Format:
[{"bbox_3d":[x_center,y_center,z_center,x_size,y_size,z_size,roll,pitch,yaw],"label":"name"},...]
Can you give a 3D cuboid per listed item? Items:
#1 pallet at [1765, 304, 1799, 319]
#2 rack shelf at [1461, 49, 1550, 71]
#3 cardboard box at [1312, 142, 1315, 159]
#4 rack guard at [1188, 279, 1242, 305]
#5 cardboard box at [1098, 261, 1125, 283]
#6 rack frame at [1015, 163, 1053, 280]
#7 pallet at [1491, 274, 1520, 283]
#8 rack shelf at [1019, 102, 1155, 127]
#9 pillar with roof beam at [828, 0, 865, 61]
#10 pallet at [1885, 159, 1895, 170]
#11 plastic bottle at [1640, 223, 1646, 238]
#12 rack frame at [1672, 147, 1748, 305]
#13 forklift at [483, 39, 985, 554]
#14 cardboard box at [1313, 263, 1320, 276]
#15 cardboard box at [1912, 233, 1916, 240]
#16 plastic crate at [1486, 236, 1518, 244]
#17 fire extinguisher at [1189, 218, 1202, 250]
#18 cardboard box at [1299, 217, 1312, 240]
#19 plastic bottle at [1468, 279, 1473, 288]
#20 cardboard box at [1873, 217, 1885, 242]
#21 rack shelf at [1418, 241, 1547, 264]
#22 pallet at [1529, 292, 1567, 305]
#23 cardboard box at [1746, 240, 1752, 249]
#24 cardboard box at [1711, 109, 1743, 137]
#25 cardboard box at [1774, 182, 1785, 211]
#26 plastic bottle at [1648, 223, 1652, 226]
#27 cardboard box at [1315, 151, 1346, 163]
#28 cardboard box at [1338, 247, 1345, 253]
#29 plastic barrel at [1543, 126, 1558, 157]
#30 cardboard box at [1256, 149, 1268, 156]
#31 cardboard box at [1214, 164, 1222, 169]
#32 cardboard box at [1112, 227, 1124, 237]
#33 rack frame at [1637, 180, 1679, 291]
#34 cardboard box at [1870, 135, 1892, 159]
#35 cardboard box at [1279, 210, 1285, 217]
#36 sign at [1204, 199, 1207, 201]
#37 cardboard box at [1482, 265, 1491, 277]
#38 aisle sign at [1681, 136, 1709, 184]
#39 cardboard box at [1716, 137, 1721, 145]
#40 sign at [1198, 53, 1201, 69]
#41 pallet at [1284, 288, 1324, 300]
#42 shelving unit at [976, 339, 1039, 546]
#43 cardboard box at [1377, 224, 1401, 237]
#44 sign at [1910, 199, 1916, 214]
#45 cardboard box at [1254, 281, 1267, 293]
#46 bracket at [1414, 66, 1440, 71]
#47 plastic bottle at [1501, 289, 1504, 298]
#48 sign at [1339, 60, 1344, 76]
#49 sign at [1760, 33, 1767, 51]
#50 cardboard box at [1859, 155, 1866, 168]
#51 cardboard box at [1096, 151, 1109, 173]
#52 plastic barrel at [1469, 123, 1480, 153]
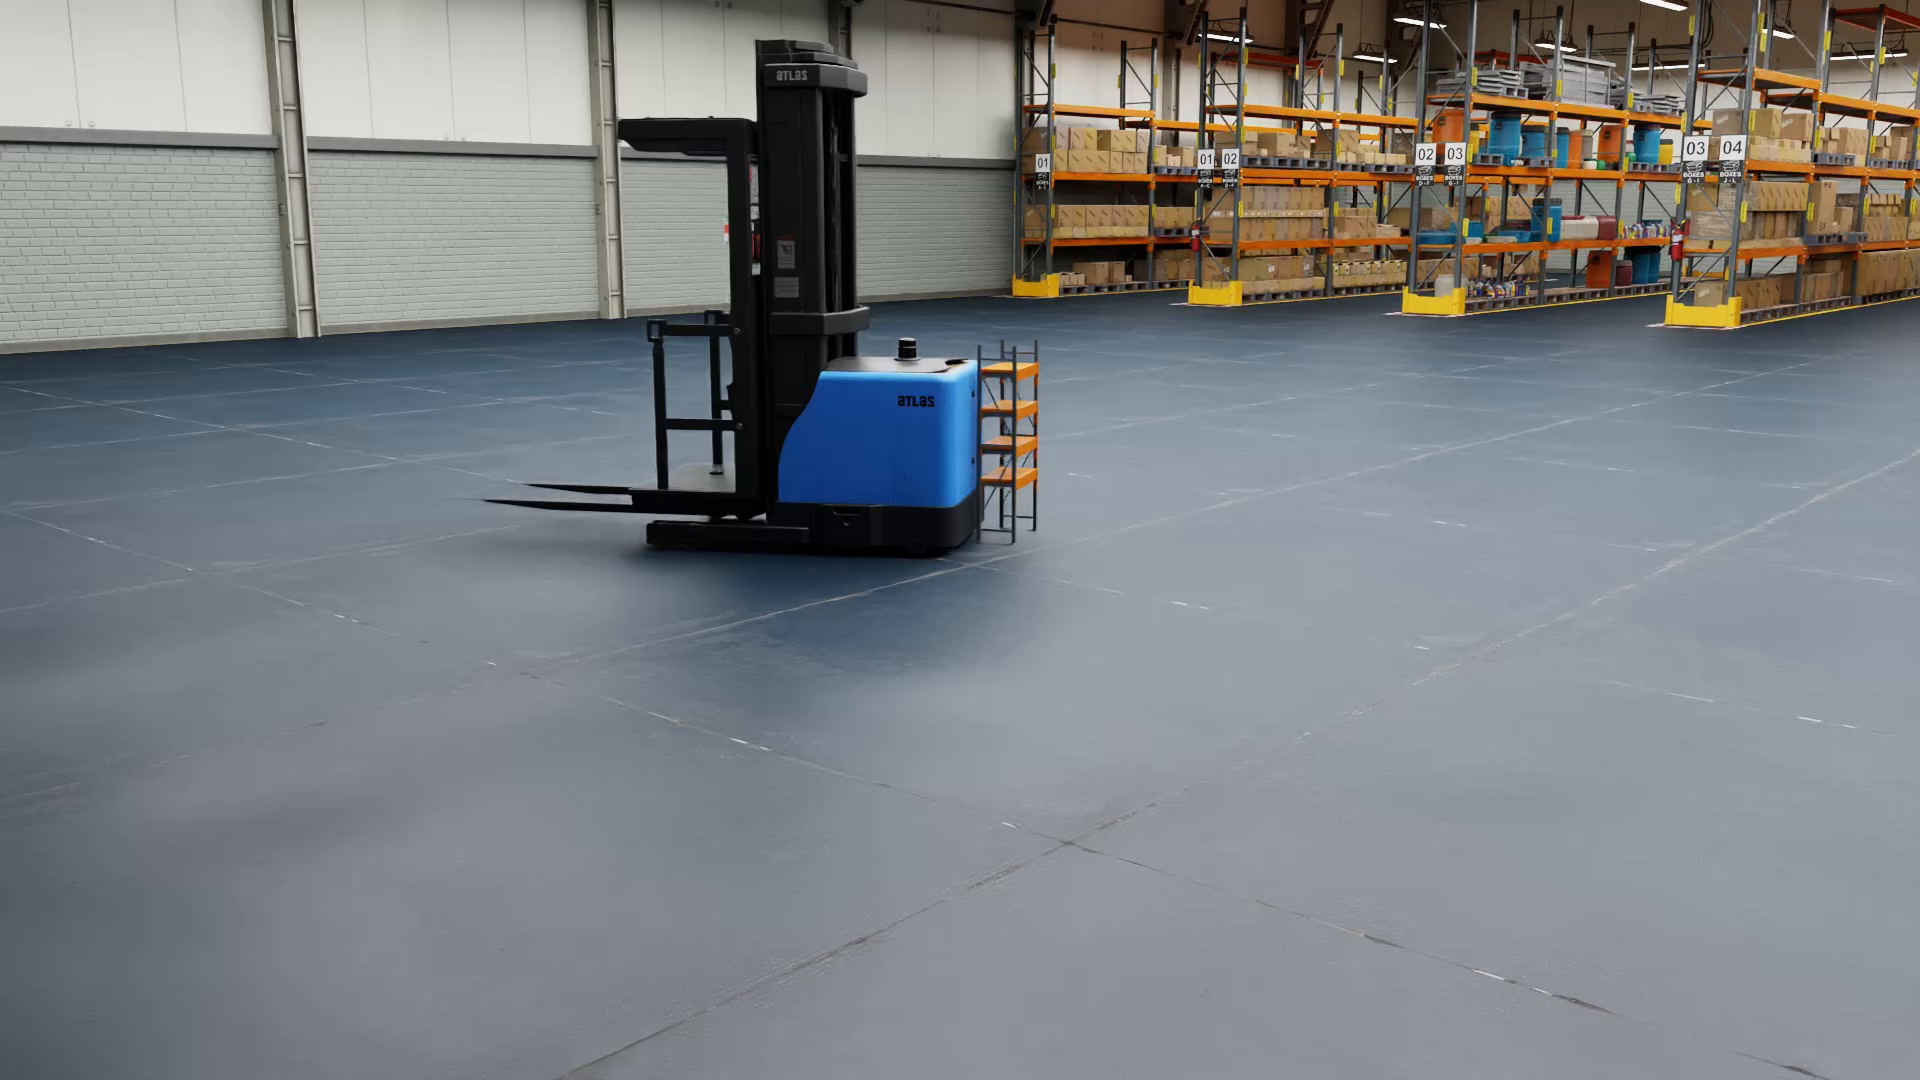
[{"bbox_3d":[15.083,-4.320,31.299,1.003,0.211,1.213,10,15,40],"label":"pallet"},{"bbox_3d":[14.662,-12.762,44.482,1.077,0.370,4.000,10,15,40],"label":"rack shelf"},{"bbox_3d":[10.299,-10.977,46.996,0.500,0.500,0.500,10,15,40],"label":"cardboard box"},{"bbox_3d":[5.404,-5.254,35.240,1.175,0.500,0.348,10,15,40],"label":"rack guard"},{"bbox_3d":[3.682,-6.544,40.574,0.500,0.500,0.500,8,14,36],"label":"cardboard box"},{"bbox_3d":[1.697,-7.123,38.216,1.000,3.000,0.127,10,15,40],"label":"rack frame"},{"bbox_3d":[14.601,-7.162,45.533,1.003,0.211,1.213,10,15,40],"label":"pallet"},{"bbox_3d":[3.017,-10.005,39.173,1.077,0.370,4.000,10,15,40],"label":"rack shelf"},{"bbox_3d":[0.782,-8.840,31.498,9.100,9.000,0.548,10,15,40],"label":"pillar with roof beam"},{"bbox_3d":[19.261,-8.024,35.549,1.003,0.211,1.213,11,16,43],"label":"pallet"},{"bbox_3d":[15.972,-7.244,38.947,0.144,0.351,0.185,10,15,40],"label":"plastic bottle"},{"bbox_3d":[12.859,-5.202,28.597,1.000,3.000,0.127,10,15,40],"label":"rack frame"},{"bbox_3d":[-1.411,-1.474,10.107,3.031,2.935,1.130,2,12,11],"label":"forklift"},{"bbox_3d":[8.113,-6.301,38.616,0.500,0.311,0.500,10,15,40],"label":"cardboard box"},{"bbox_3d":[21.399,-6.883,37.657,0.380,0.149,0.250,9,14,38],"label":"cardboard box"},{"bbox_3d":[10.897,-6.030,33.415,0.530,0.136,0.437,10,15,40],"label":"plastic crate"},{"bbox_3d":[4.993,-6.488,35.234,0.296,0.674,0.183,10,15,40],"label":"fire extinguisher"},{"bbox_3d":[7.429,-6.976,37.225,0.700,0.500,0.500,10,15,40],"label":"cardboard box"},{"bbox_3d":[10.406,-5.165,34.051,0.144,0.351,0.185,11,15,43],"label":"plastic bottle"},{"bbox_3d":[19.339,-6.616,35.423,0.500,0.500,0.500,9,15,39],"label":"cardboard box"},{"bbox_3d":[10.459,-5.784,33.347,1.077,0.370,4.000,10,15,40],"label":"rack shelf"},{"bbox_3d":[12.268,-5.184,35.626,1.003,0.211,1.213,10,15,40],"label":"pallet"},{"bbox_3d":[13.582,-5.159,29.023,0.380,0.149,0.250,10,15,40],"label":"cardboard box"},{"bbox_3d":[13.692,-7.374,29.521,0.500,0.500,0.500,10,15,40],"label":"cardboard box"},{"bbox_3d":[14.417,-6.154,29.794,0.500,0.500,0.500,10,15,40],"label":"cardboard box"},{"bbox_3d":[16.468,-7.397,39.716,0.144,0.351,0.185,10,15,40],"label":"plastic bottle"},{"bbox_3d":[8.474,-8.764,38.086,0.500,0.250,0.500,-10,15,-42],"label":"cardboard box"},{"bbox_3d":[11.137,-8.555,49.038,0.380,0.149,0.250,10,15,41],"label":"cardboard box"},{"bbox_3d":[12.383,-8.347,35.404,0.600,0.901,0.600,0,11,0],"label":"plastic barrel"},{"bbox_3d":[6.329,-8.256,35.441,0.380,0.149,0.250,10,15,40],"label":"cardboard box"},{"bbox_3d":[6.705,-9.596,43.117,0.500,0.311,0.500,10,15,40],"label":"cardboard box"},{"bbox_3d":[3.596,-7.391,39.888,0.500,0.250,0.500,10,15,40],"label":"cardboard box"},{"bbox_3d":[17.060,-7.608,40.643,1.000,3.000,0.127,10,15,40],"label":"rack frame"},{"bbox_3d":[19.472,-8.410,35.664,0.797,0.503,0.637,10,15,40],"label":"cardboard box"},{"bbox_3d":[6.856,-7.106,36.220,0.380,0.149,0.250,10,15,41],"label":"cardboard box"},{"bbox_3d":[6.558,-8.939,44.353,0.100,0.325,0.005,10,15,40],"label":"sign"},{"bbox_3d":[13.781,-7.180,44.241,0.500,0.311,0.500,10,15,40],"label":"cardboard box"},{"bbox_3d":[12.593,-6.506,28.491,0.394,0.787,0.004,10,15,40],"label":"aisle sign"},{"bbox_3d":[13.068,-6.899,28.801,0.380,0.149,0.250,9,14,39],"label":"cardboard box"},{"bbox_3d":[5.022,-9.994,34.687,0.100,0.325,0.005,10,15,40],"label":"sign"},{"bbox_3d":[7.504,-5.593,37.673,1.003,0.211,1.213,10,15,40],"label":"pallet"},{"bbox_3d":[0.293,-0.608,10.193,0.258,1.200,0.503,4,12,17],"label":"shelving unit"},{"bbox_3d":[10.428,-7.569,40.674,0.500,0.311,0.500,11,16,44],"label":"cardboard box"},{"bbox_3d":[21.194,-7.428,36.987,0.100,0.325,0.005,10,15,40],"label":"sign"},{"bbox_3d":[6.268,-5.465,35.862,0.500,0.250,0.500,10,15,40],"label":"cardboard box"},{"bbox_3d":[15.106,-14.970,52.997,0.076,0.066,3.189,10,15,40],"label":"bracket"},{"bbox_3d":[10.927,-4.992,33.567,0.097,0.201,0.097,0,11,0],"label":"plastic bottle"},{"bbox_3d":[8.461,-10.474,36.887,0.100,0.325,0.005,10,15,40],"label":"sign"},{"bbox_3d":[15.079,-9.339,31.204,0.100,0.325,0.005,10,15,40],"label":"sign"},{"bbox_3d":[18.010,-7.675,33.702,0.500,0.250,0.500,10,15,40],"label":"cardboard box"},{"bbox_3d":[3.164,-8.903,39.161,0.500,0.500,0.500,11,16,44],"label":"cardboard box"},{"bbox_3d":[9.796,-7.796,32.372,0.600,0.588,0.600,0,11,0],"label":"plastic barrel"}]
